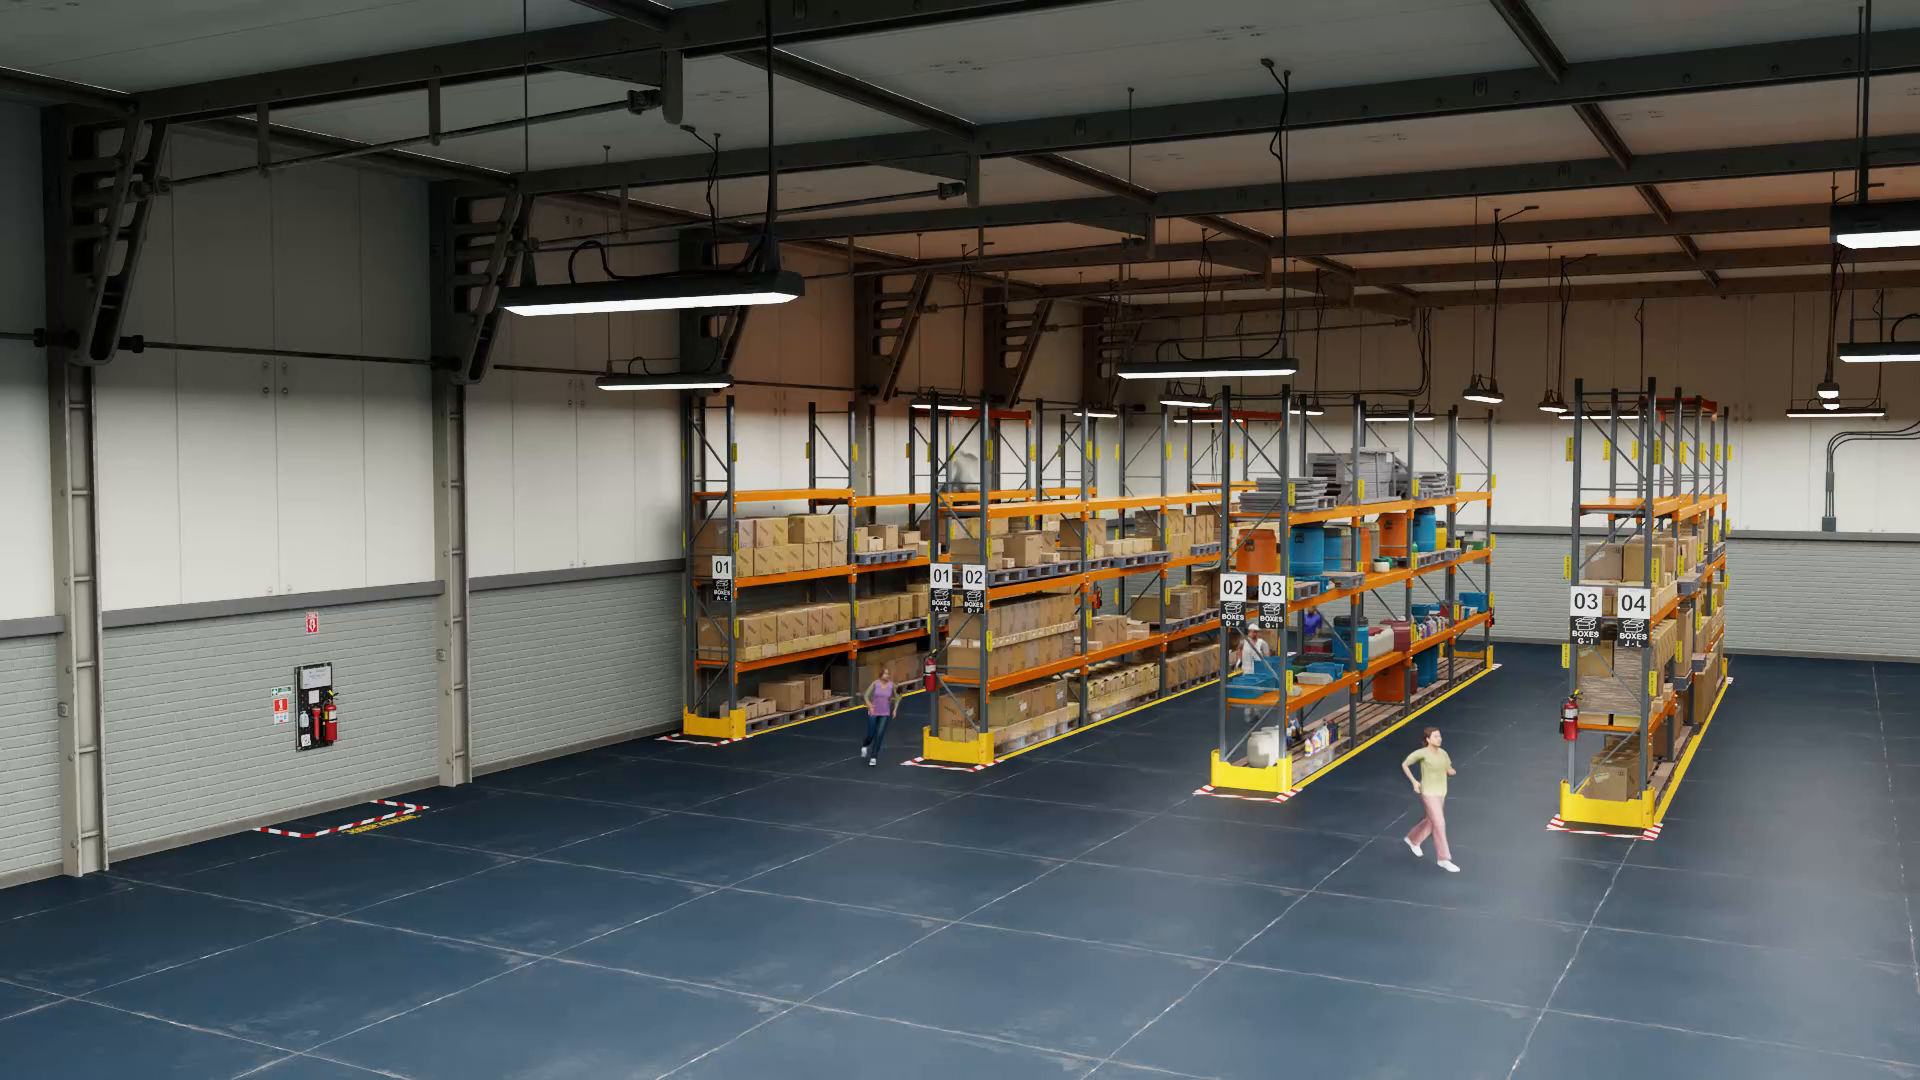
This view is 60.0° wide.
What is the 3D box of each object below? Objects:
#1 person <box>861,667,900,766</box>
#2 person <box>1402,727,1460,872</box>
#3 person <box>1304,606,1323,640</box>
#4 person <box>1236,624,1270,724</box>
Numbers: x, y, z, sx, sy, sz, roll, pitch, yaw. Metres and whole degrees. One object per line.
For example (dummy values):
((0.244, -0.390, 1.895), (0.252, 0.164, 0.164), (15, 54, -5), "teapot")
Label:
((-1.268, 2.812, 26.793), (0.602, 1.550, 0.670), (-1, 3, -11), "person")
((5.707, 3.081, 20.077), (0.569, 1.666, 0.957), (-2, 4, -31), "person")
((7.841, 2.238, 37.287), (0.558, 1.605, 0.586), (1, 3, 15), "person")
((5.447, 2.473, 30.954), (0.643, 1.844, 0.876), (1, 3, 15), "person")
